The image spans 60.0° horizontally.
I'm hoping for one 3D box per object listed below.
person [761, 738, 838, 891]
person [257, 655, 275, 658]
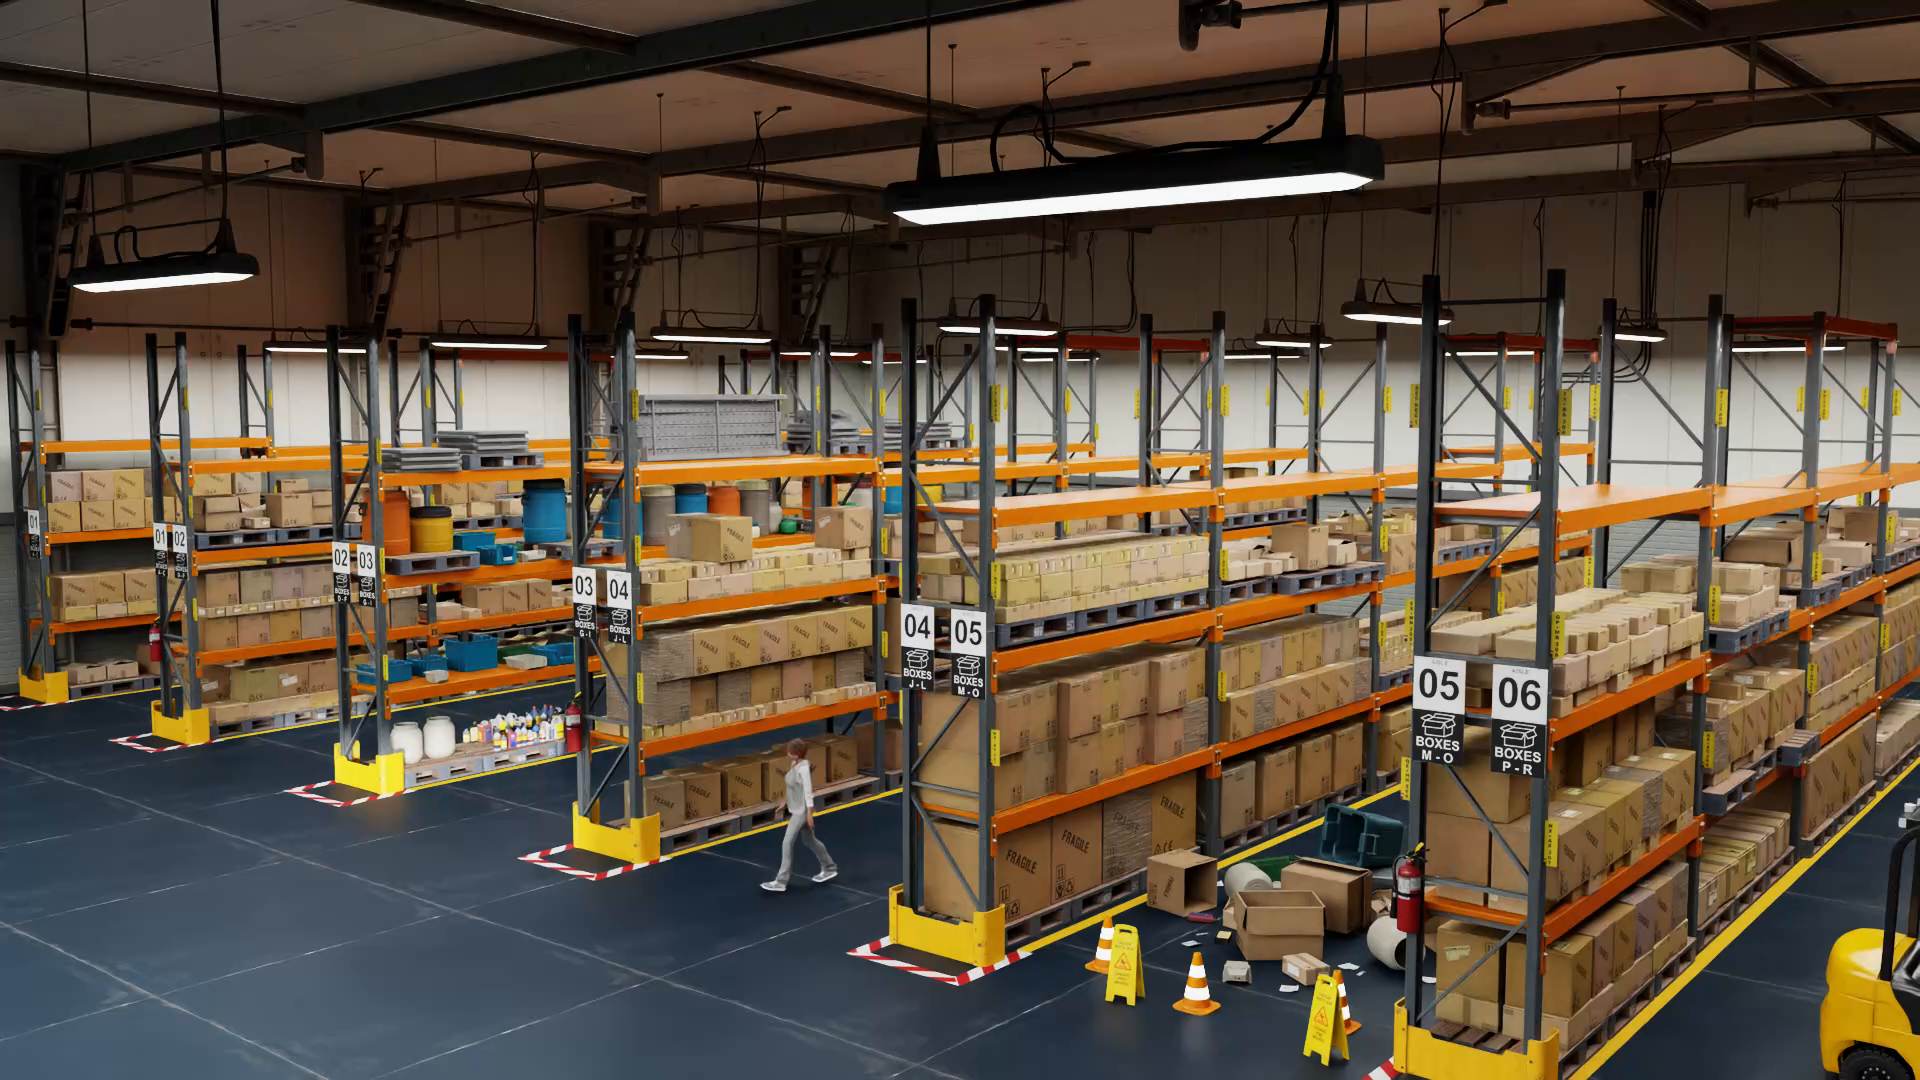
[{"bbox_3d":[-1.673,2.828,17.269,0.817,1.563,0.426,-1,5,-10],"label":"person"},{"bbox_3d":[-11.521,1.801,27.505,0.521,1.774,0.594,-5,7,-42],"label":"person"}]
